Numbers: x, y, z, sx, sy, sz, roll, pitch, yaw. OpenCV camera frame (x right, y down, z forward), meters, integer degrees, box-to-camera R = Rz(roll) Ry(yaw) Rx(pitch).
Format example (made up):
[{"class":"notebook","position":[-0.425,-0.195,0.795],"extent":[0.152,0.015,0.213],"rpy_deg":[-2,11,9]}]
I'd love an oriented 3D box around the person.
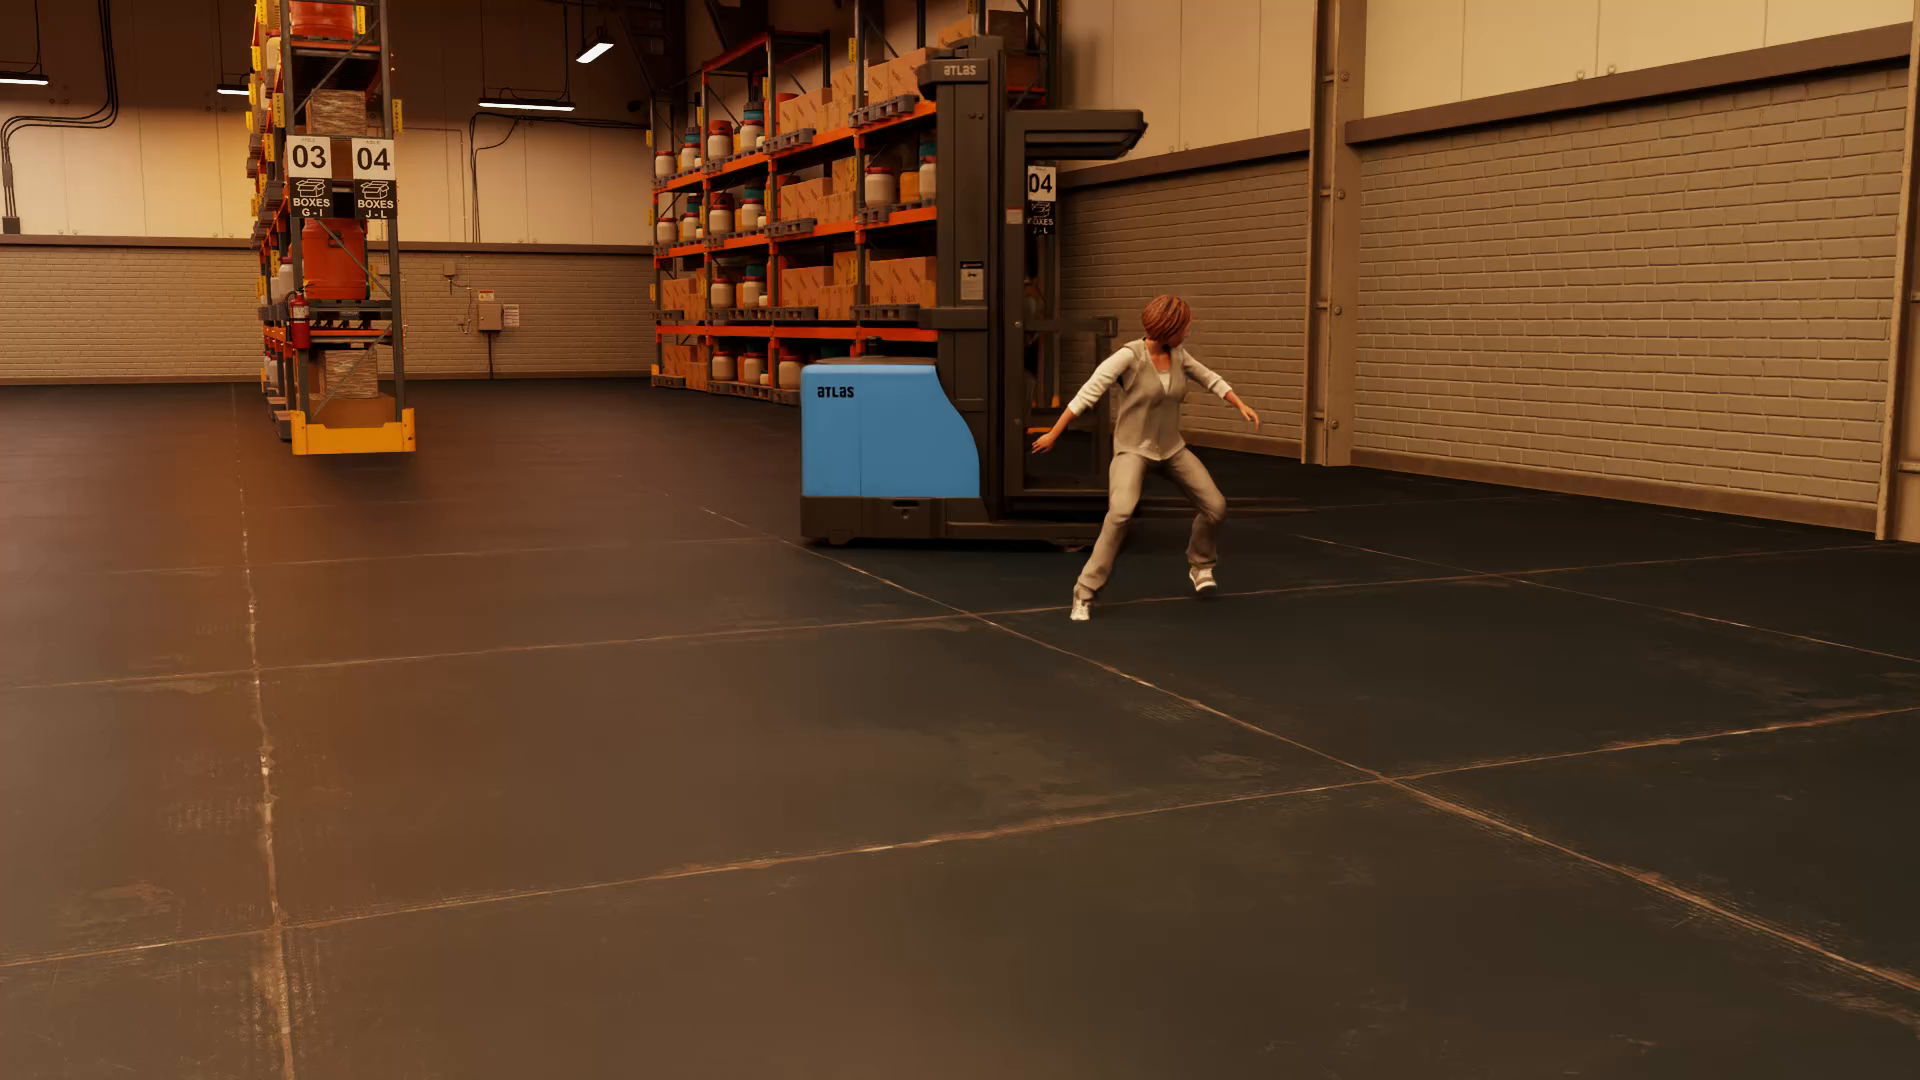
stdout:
[{"class":"person","position":[0.854,-0.358,7.677],"extent":[0.957,1.532,0.508],"rpy_deg":[-3,8,-23]}]

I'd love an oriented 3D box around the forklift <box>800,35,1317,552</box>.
[{"class":"forklift","position":[0.592,-1.454,9.967],"extent":[3.031,2.935,1.130],"rpy_deg":[0,8,3]}]
